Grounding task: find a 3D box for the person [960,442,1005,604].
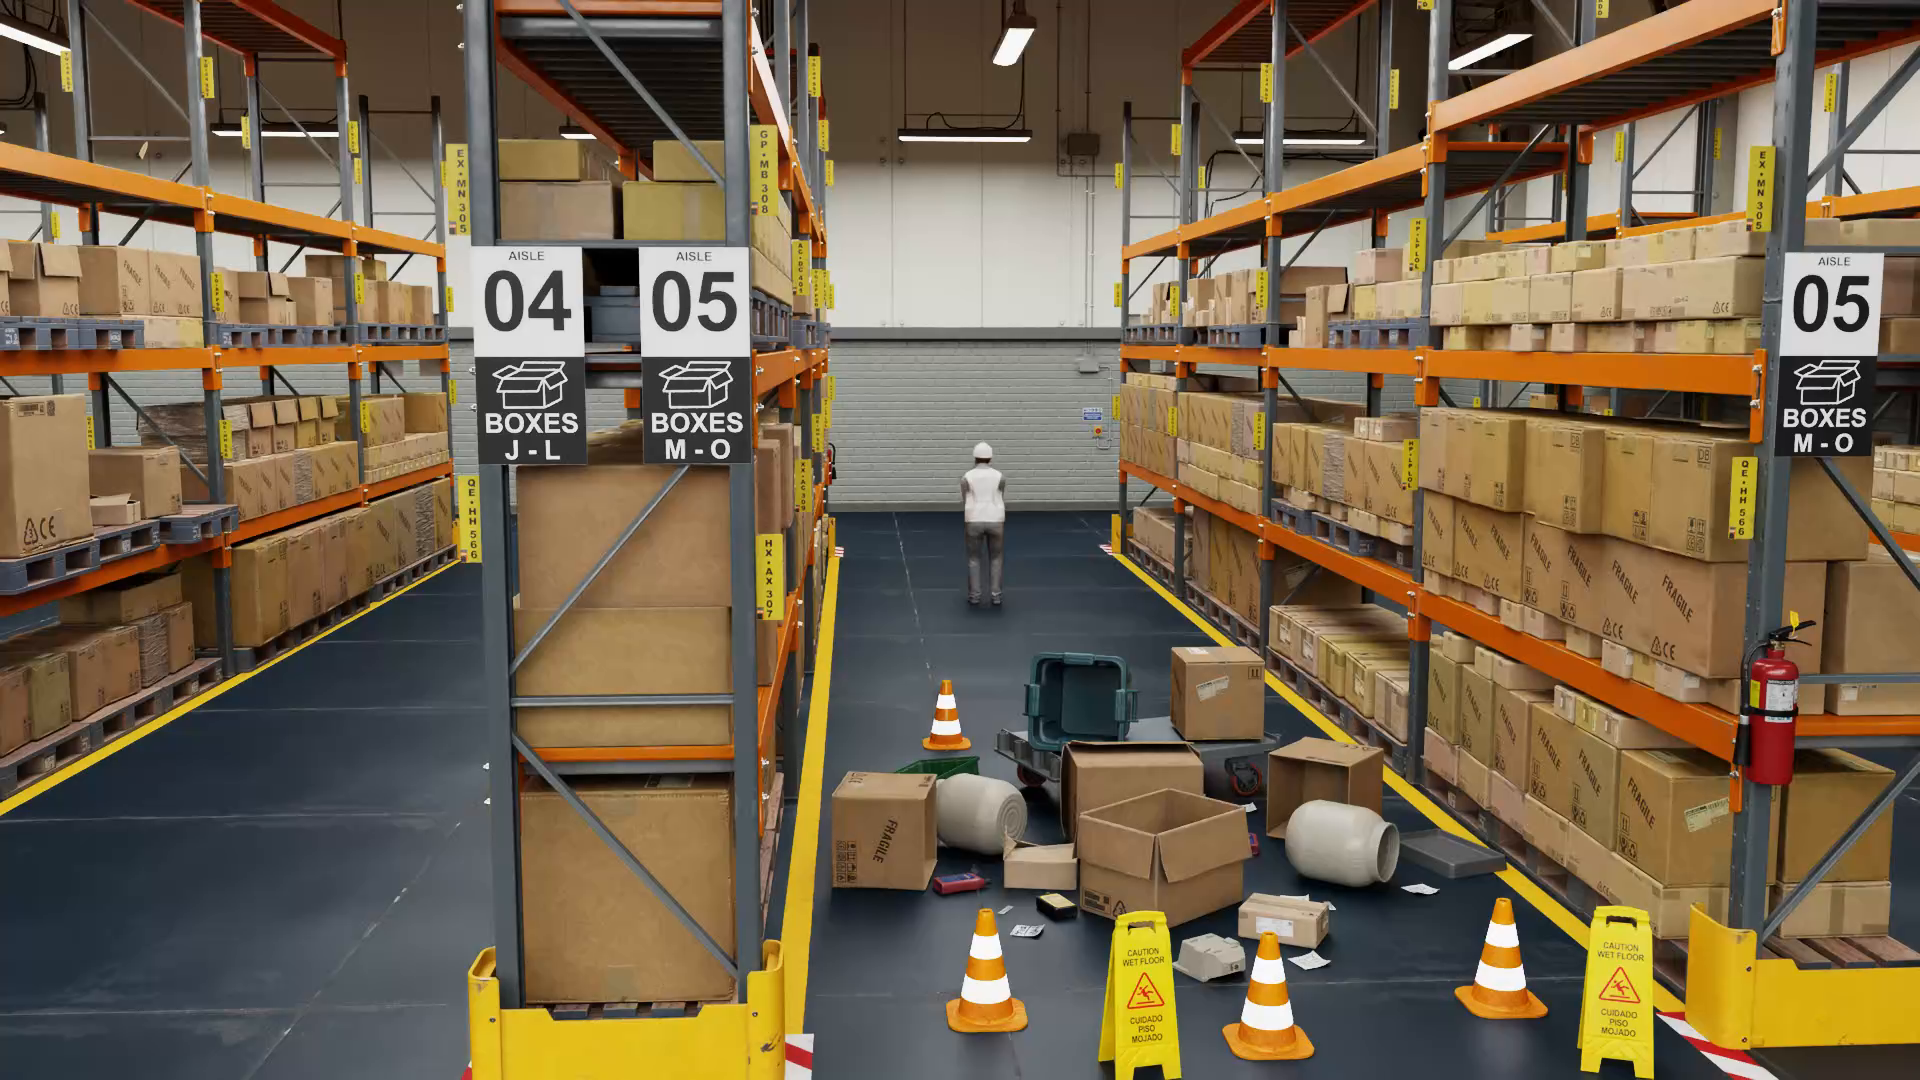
[{"bbox_3d":[0.246,-0.193,18.282,0.493,1.770,0.562,-1,7,-5],"label":"person"}]
